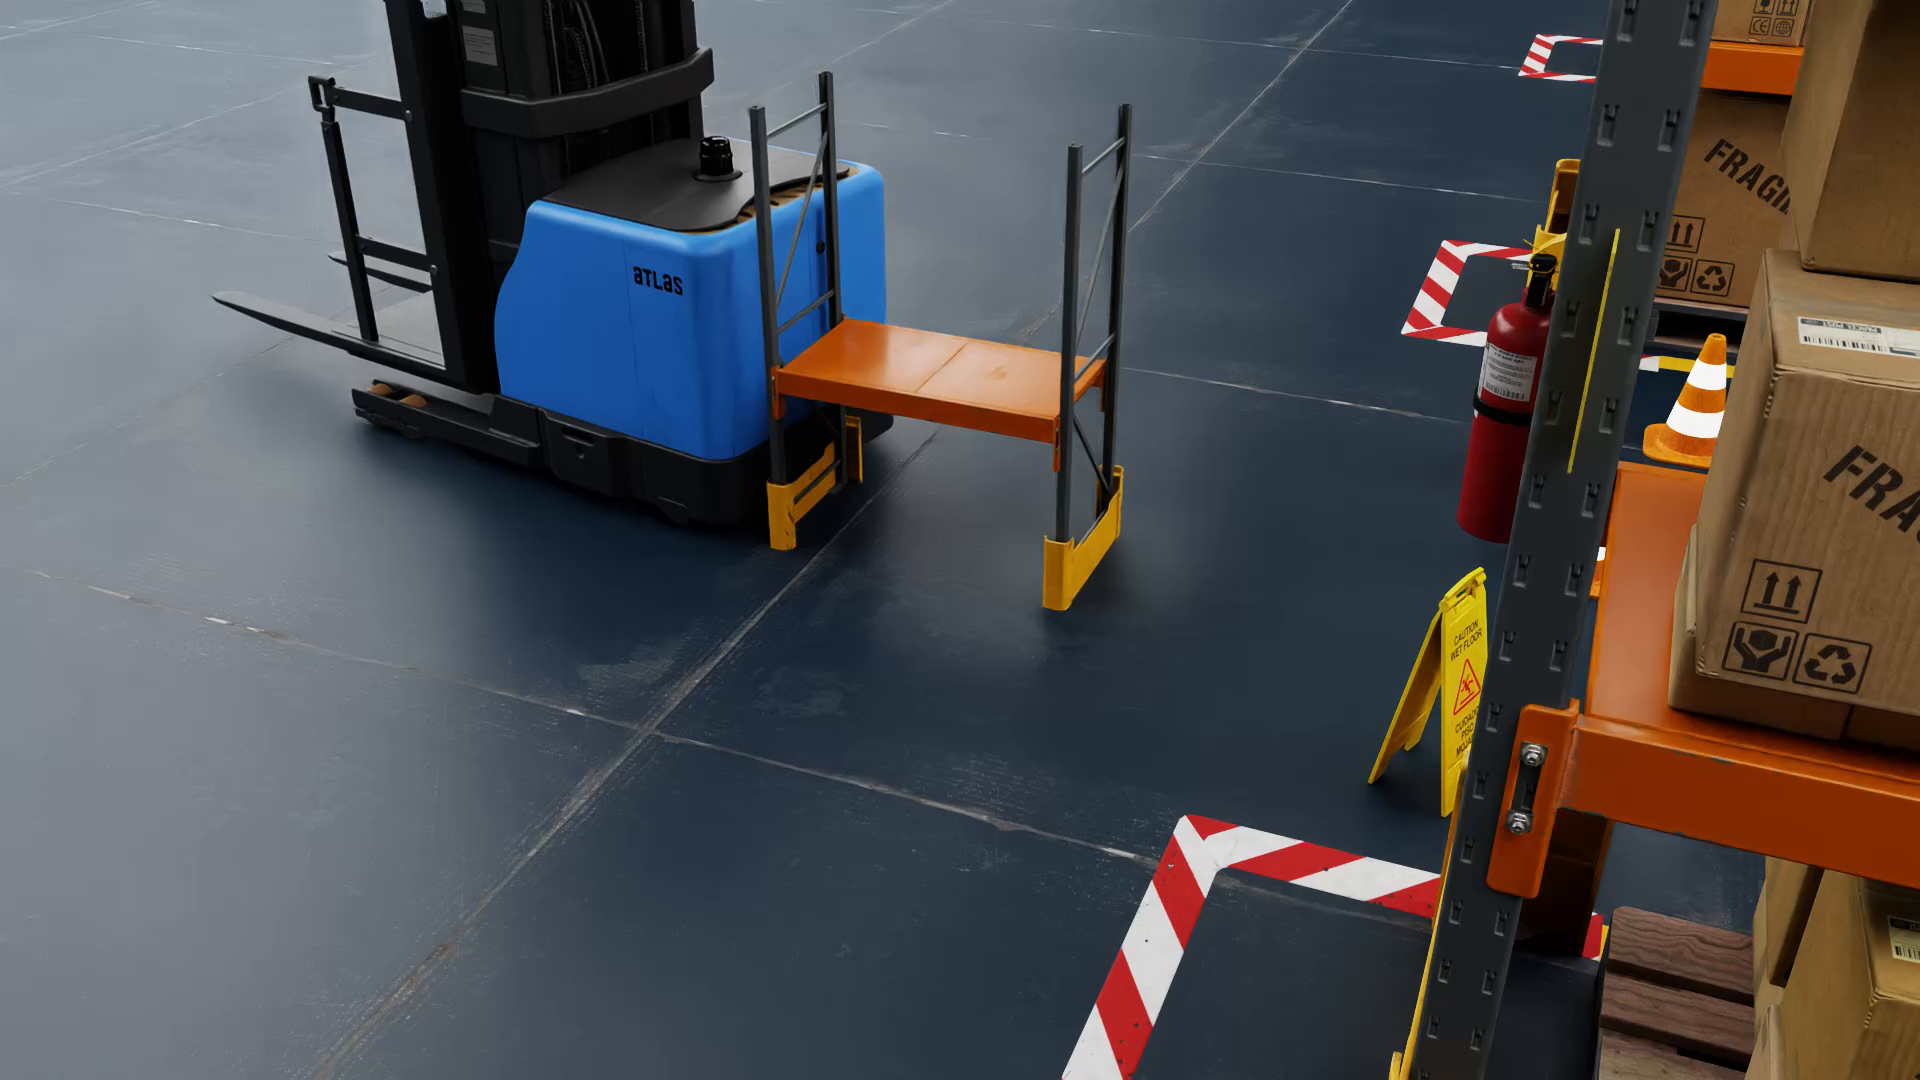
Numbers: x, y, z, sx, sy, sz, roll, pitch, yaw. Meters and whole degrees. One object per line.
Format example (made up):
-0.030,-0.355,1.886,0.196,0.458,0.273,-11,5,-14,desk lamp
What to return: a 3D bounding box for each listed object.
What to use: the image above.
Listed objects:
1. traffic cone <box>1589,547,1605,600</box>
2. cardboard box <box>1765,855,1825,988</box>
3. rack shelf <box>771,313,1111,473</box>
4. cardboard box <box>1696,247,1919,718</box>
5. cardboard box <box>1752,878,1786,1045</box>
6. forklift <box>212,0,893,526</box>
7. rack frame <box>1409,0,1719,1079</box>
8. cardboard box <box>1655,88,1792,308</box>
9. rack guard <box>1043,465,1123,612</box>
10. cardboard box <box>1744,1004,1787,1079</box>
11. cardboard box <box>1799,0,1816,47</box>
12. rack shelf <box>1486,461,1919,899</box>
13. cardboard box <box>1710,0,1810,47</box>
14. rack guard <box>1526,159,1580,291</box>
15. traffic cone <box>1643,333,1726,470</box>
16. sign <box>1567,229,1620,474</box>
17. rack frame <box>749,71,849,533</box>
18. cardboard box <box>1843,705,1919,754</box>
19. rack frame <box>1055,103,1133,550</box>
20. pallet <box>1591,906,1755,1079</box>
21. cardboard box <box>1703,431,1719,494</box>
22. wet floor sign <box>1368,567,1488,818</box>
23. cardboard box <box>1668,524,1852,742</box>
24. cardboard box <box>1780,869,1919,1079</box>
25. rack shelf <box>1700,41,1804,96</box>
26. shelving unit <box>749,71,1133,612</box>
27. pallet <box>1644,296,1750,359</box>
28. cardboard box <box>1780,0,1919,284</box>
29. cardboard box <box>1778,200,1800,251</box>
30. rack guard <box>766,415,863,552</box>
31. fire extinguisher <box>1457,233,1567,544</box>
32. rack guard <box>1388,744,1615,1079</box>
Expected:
2.055,-0.099,5.455,0.334,0.463,0.336,11,31,19,traffic cone
1.910,0.591,3.262,0.500,0.500,0.500,11,31,19,cardboard box
-0.055,-0.500,5.477,1.000,0.185,0.538,12,32,20,rack shelf
1.404,-0.085,2.448,0.500,0.500,0.500,11,31,18,cardboard box
1.942,0.919,3.443,0.500,0.250,0.500,11,31,19,cardboard box
-1.772,-1.867,6.074,3.031,2.935,1.130,18,34,28,forklift
1.070,-0.126,2.925,0.127,3.000,1.000,11,31,19,rack frame
3.490,-1.564,7.202,0.875,0.875,0.875,11,31,19,cardboard box
0.412,-0.015,5.523,0.087,0.250,0.587,12,32,20,rack guard
1.713,1.163,3.011,0.500,0.250,0.500,11,31,19,cardboard box
3.716,-2.327,6.667,0.550,0.550,0.875,11,31,19,cardboard box
2.923,0.557,2.447,4.000,0.370,1.077,11,31,19,rack shelf
3.198,-2.419,6.829,0.550,0.550,0.875,11,31,19,cardboard box
2.815,-1.318,7.574,0.348,0.500,1.175,11,31,19,rack guard
2.795,-0.552,6.256,0.334,0.463,0.336,11,31,19,traffic cone
0.866,-0.256,2.274,0.005,0.325,0.100,11,31,19,sign
-0.523,-0.755,5.561,0.032,1.500,0.500,12,32,20,rack frame
1.546,0.181,2.637,0.250,0.149,0.380,12,32,20,cardboard box
0.413,-0.559,5.215,0.032,1.500,0.500,12,32,20,rack frame
1.880,1.268,3.292,1.213,0.211,1.003,11,31,19,pallet
1.497,-0.045,3.037,0.250,0.149,0.380,12,32,21,cardboard box
1.296,0.376,4.429,0.232,0.644,0.267,24,37,36,wet floor sign
1.307,0.141,2.708,0.250,0.149,0.380,11,31,19,cardboard box
1.735,0.841,2.819,0.500,0.500,0.500,10,31,17,cardboard box
4.690,-1.719,6.473,4.000,0.370,1.077,11,31,19,rack shelf
-0.046,-0.655,5.385,1.083,1.500,0.587,12,32,20,shelving unit
3.607,-1.076,7.438,1.213,0.211,1.003,11,31,19,pallet
1.625,-0.739,2.590,0.500,0.500,0.700,11,31,18,cardboard box
1.676,-0.324,2.871,0.500,0.500,0.500,11,31,18,cardboard box
-0.505,-0.207,5.862,0.087,0.250,0.587,12,32,20,rack guard
1.137,-0.324,3.353,0.183,0.674,0.296,11,31,19,fire extinguisher
1.140,0.976,3.515,0.348,0.500,1.175,11,31,19,rack guard
